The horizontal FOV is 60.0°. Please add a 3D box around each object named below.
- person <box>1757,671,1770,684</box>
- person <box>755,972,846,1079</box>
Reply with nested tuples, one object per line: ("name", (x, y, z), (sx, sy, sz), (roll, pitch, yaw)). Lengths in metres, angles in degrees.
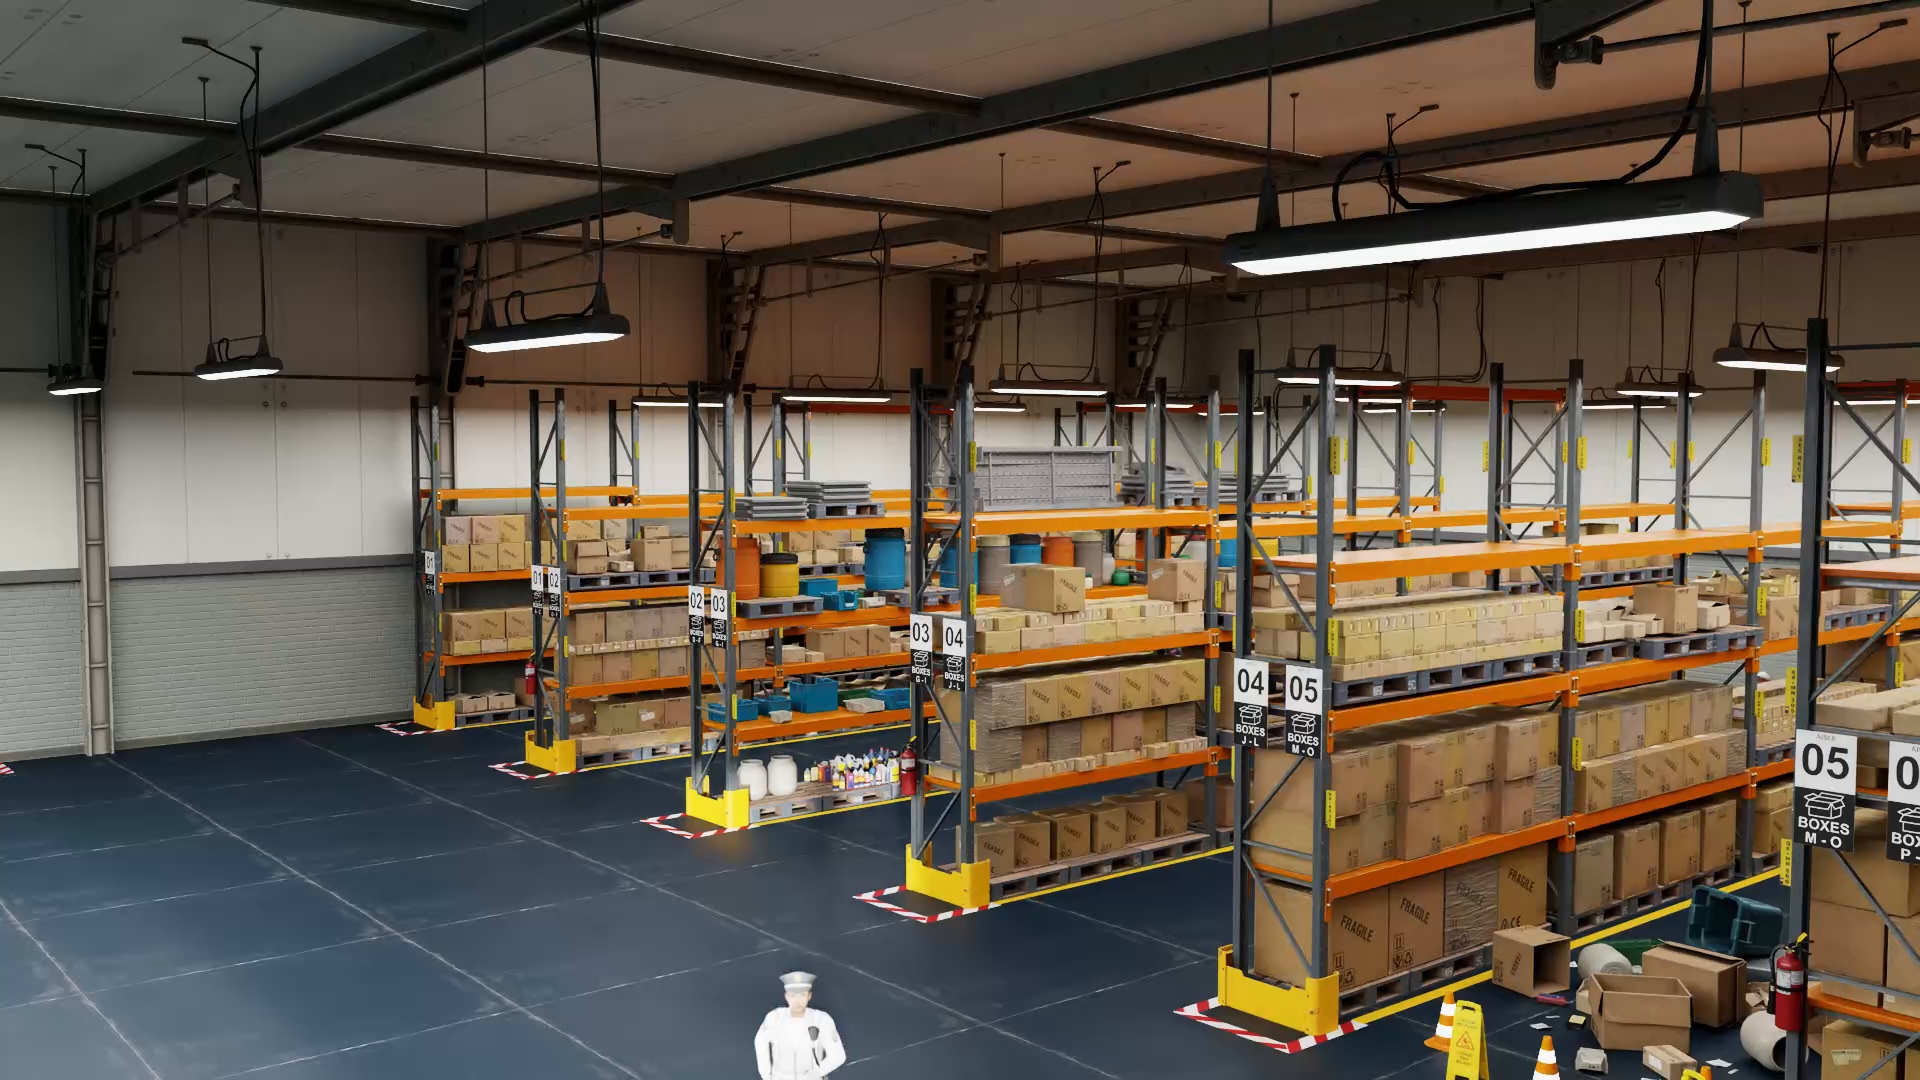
("person", (11.928, 2.829, 24.863), (0.587, 1.742, 0.660), (-2, 4, -35))
("person", (-1.058, 3.651, 10.959), (0.615, 1.692, 0.848), (0, 3, -1))
